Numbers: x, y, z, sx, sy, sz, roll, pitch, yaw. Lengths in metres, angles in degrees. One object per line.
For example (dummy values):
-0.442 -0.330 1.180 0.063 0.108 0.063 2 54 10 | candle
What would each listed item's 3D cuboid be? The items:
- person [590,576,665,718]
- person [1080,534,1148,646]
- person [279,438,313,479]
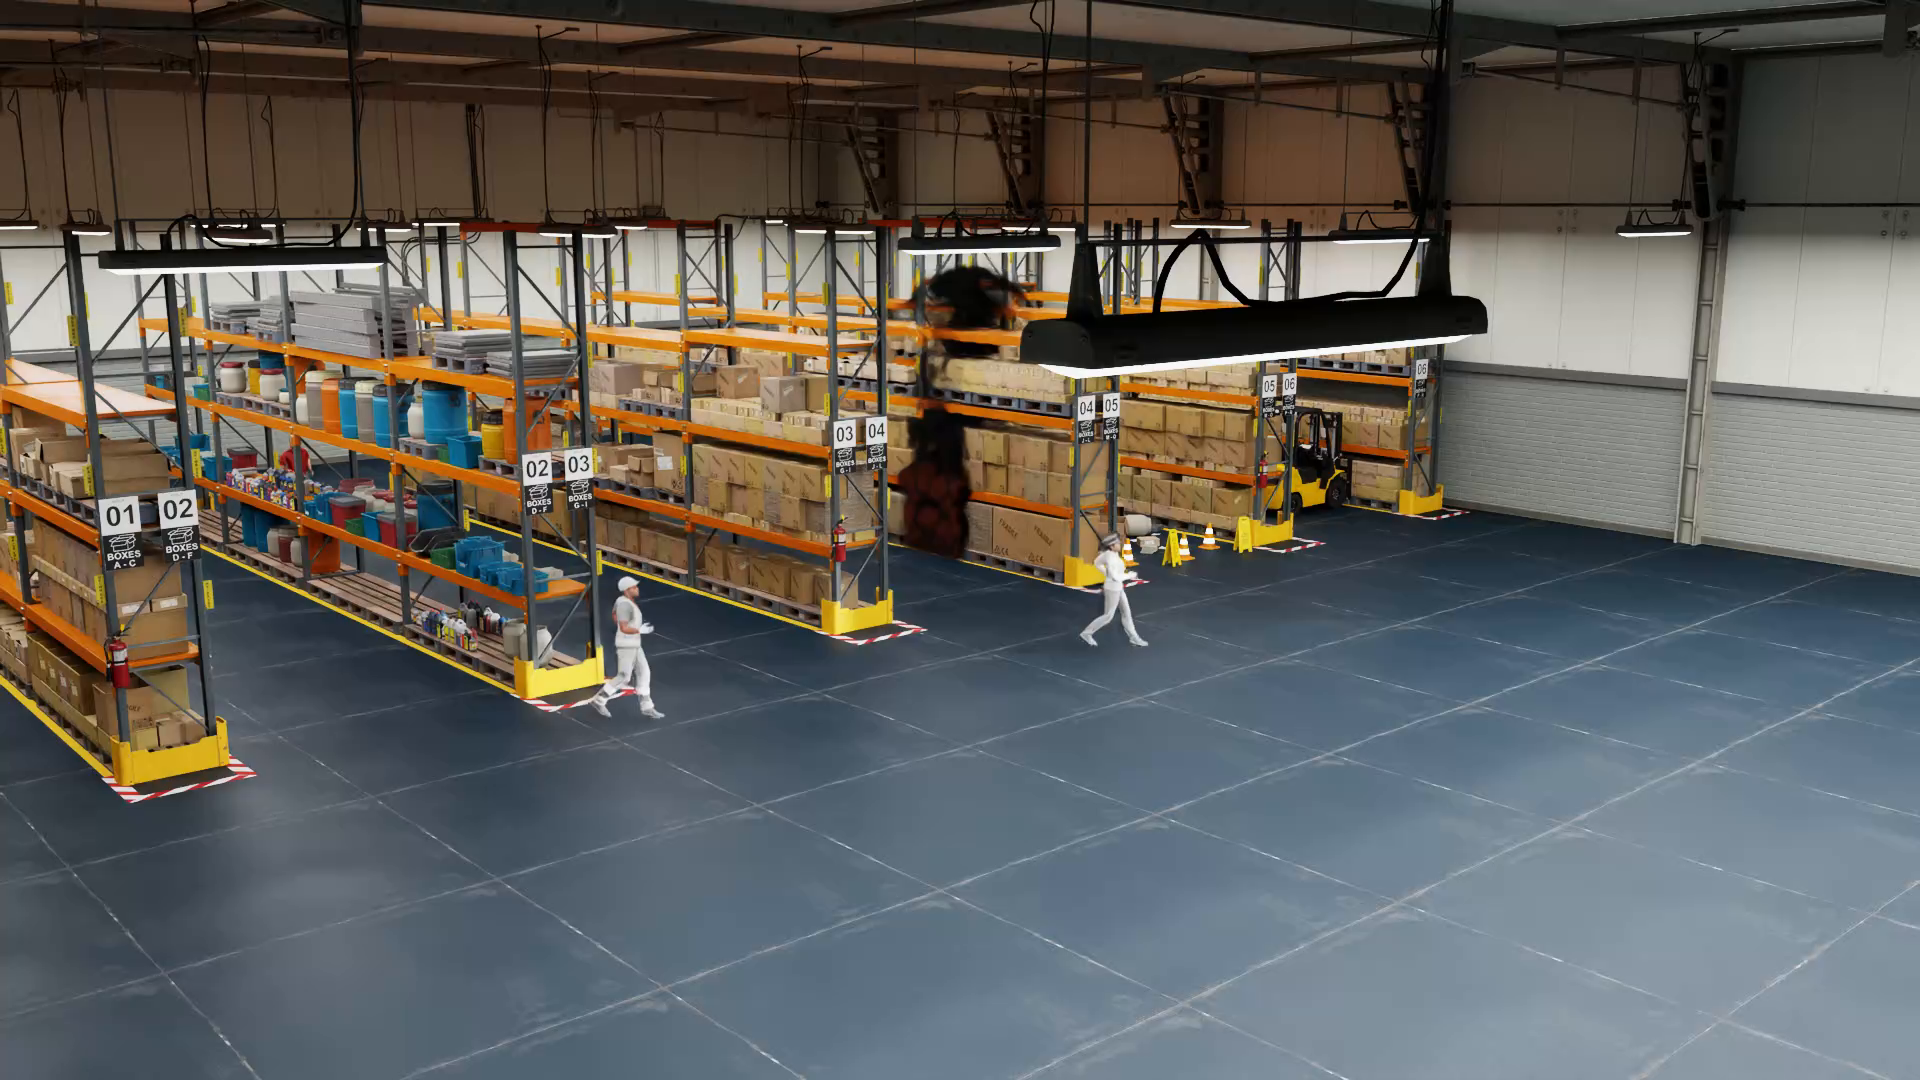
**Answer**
-4.139 1.342 20.687 0.874 1.802 0.674 -1 11 -4 | person
2.233 0.721 23.930 0.992 1.674 0.623 1 11 4 | person
-13.444 -1.246 33.796 0.536 1.682 0.695 10 15 42 | person
